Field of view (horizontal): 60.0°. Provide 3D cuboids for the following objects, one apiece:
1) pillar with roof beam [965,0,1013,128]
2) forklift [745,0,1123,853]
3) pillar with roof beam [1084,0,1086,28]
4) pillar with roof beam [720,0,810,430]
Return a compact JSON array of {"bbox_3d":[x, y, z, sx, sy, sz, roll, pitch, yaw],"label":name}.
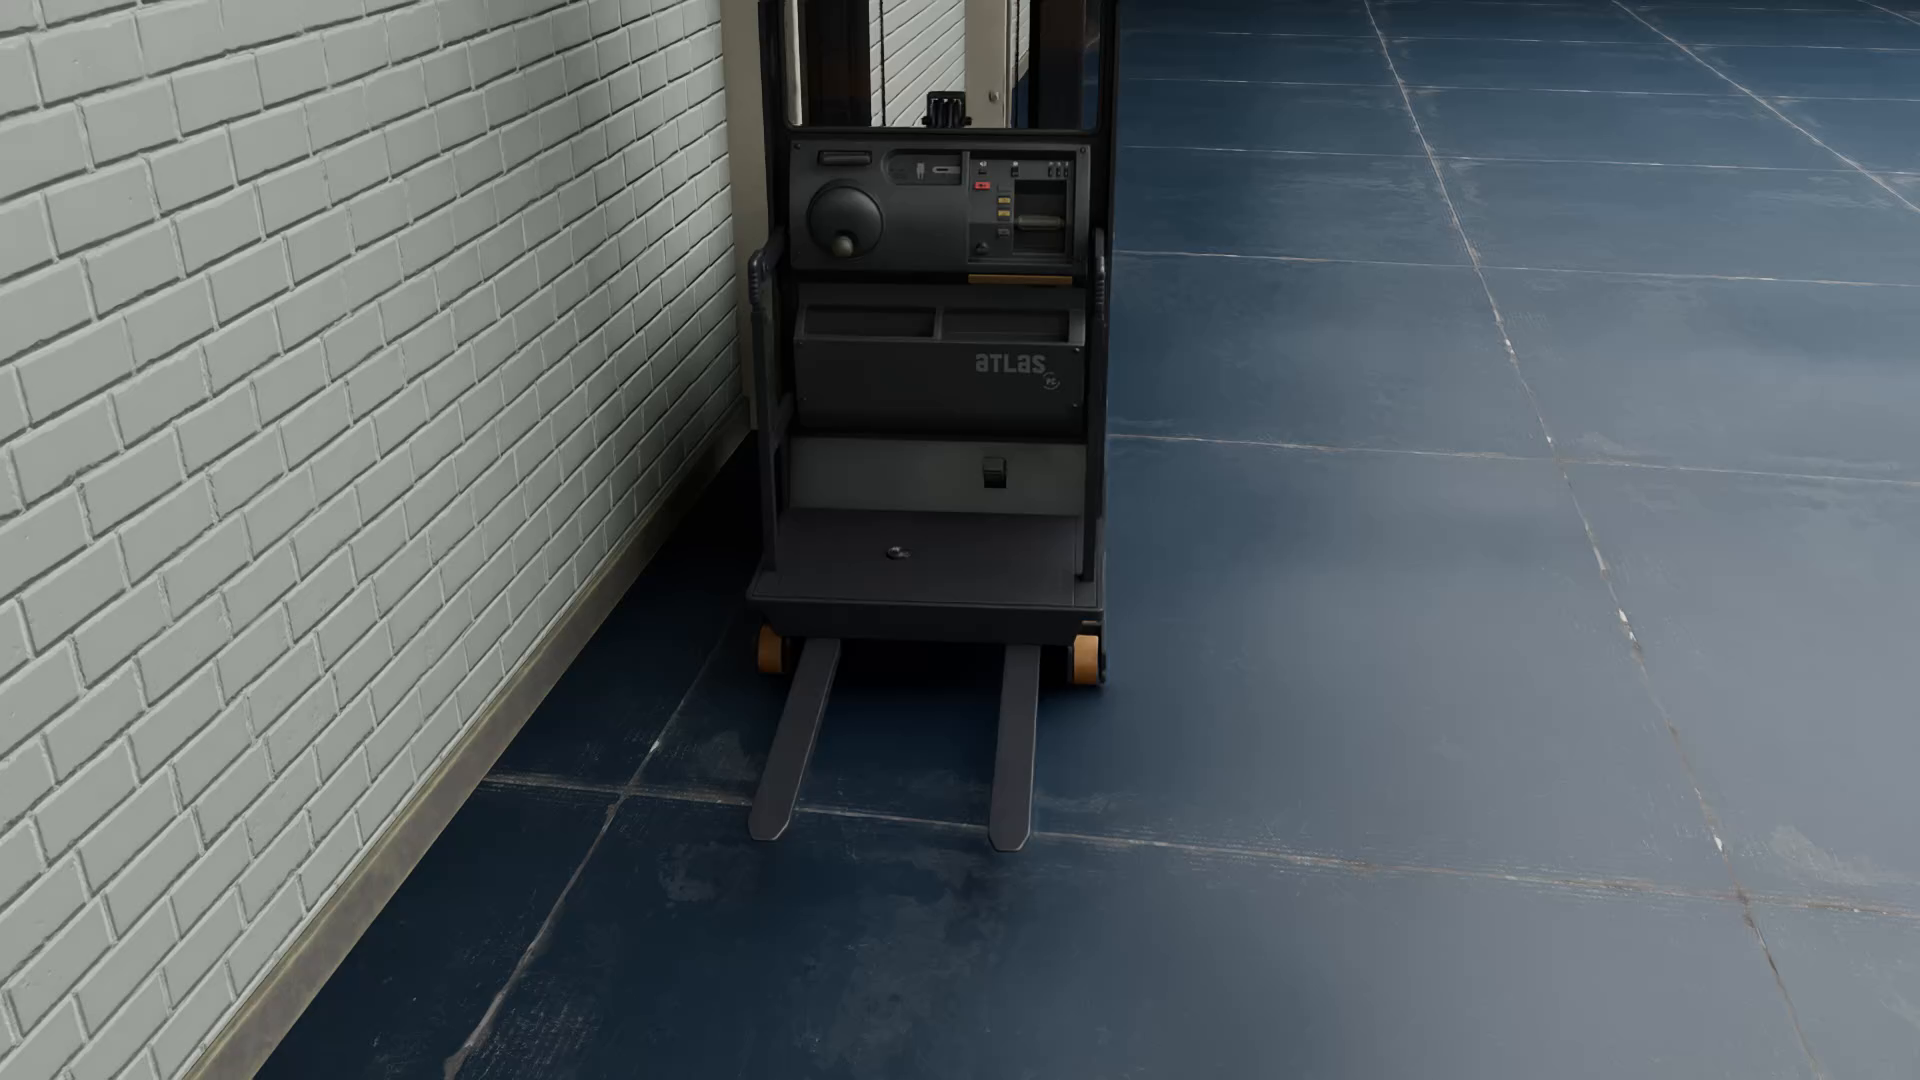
[{"bbox_3d":[4.460,-6.846,10.261,9.100,9.000,0.400,4,25,9],"label":"pillar with roof beam"},{"bbox_3d":[-0.078,-1.010,4.951,1.130,2.935,3.031,2,25,4],"label":"forklift"},{"bbox_3d":[5.441,-9.355,15.622,9.100,9.000,0.400,4,25,9],"label":"pillar with roof beam"},{"bbox_3d":[3.480,-4.337,4.900,9.100,9.000,0.400,4,25,9],"label":"pillar with roof beam"}]
